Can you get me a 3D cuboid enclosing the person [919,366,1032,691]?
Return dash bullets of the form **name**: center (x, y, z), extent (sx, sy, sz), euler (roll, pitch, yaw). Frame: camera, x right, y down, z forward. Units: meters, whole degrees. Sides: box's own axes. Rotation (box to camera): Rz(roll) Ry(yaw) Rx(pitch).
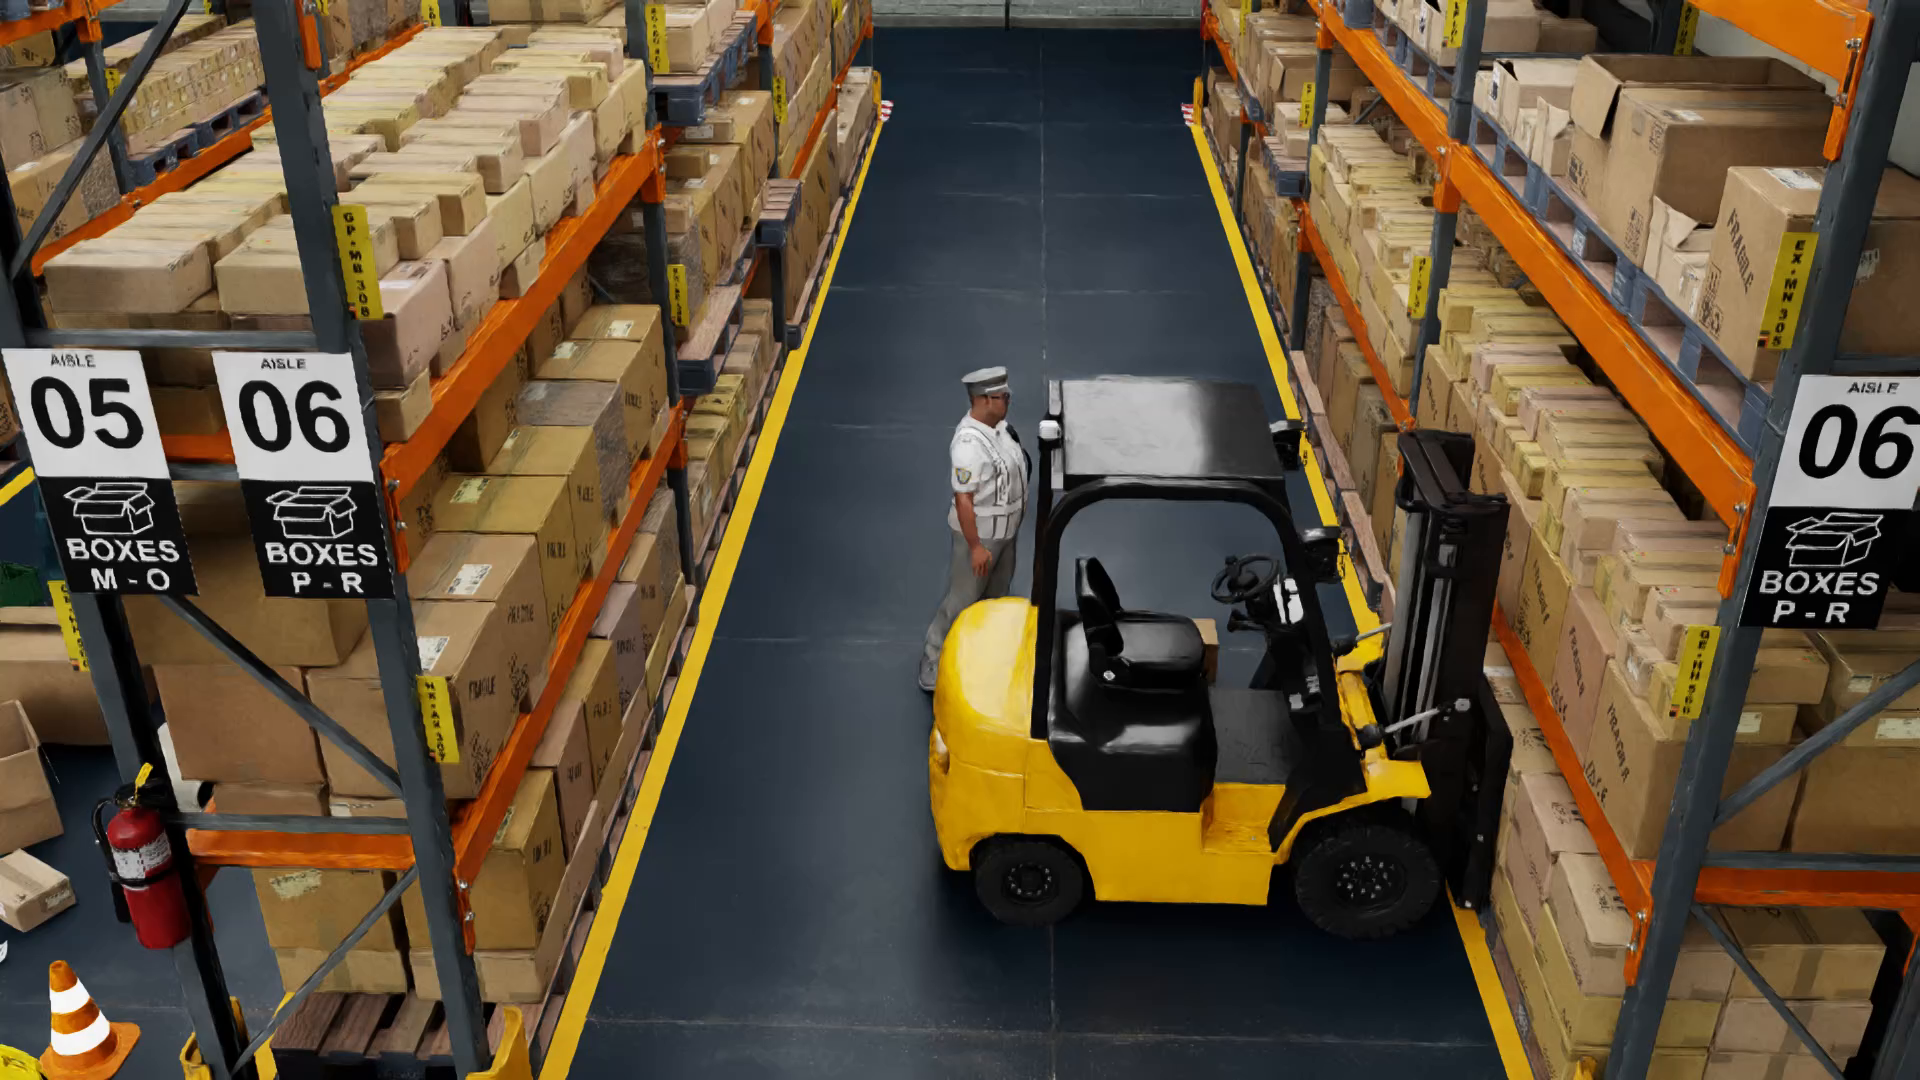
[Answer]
- **person**: center (0.096, -0.086, 8.763), extent (0.564, 1.750, 0.759), euler (11, 30, 19)
